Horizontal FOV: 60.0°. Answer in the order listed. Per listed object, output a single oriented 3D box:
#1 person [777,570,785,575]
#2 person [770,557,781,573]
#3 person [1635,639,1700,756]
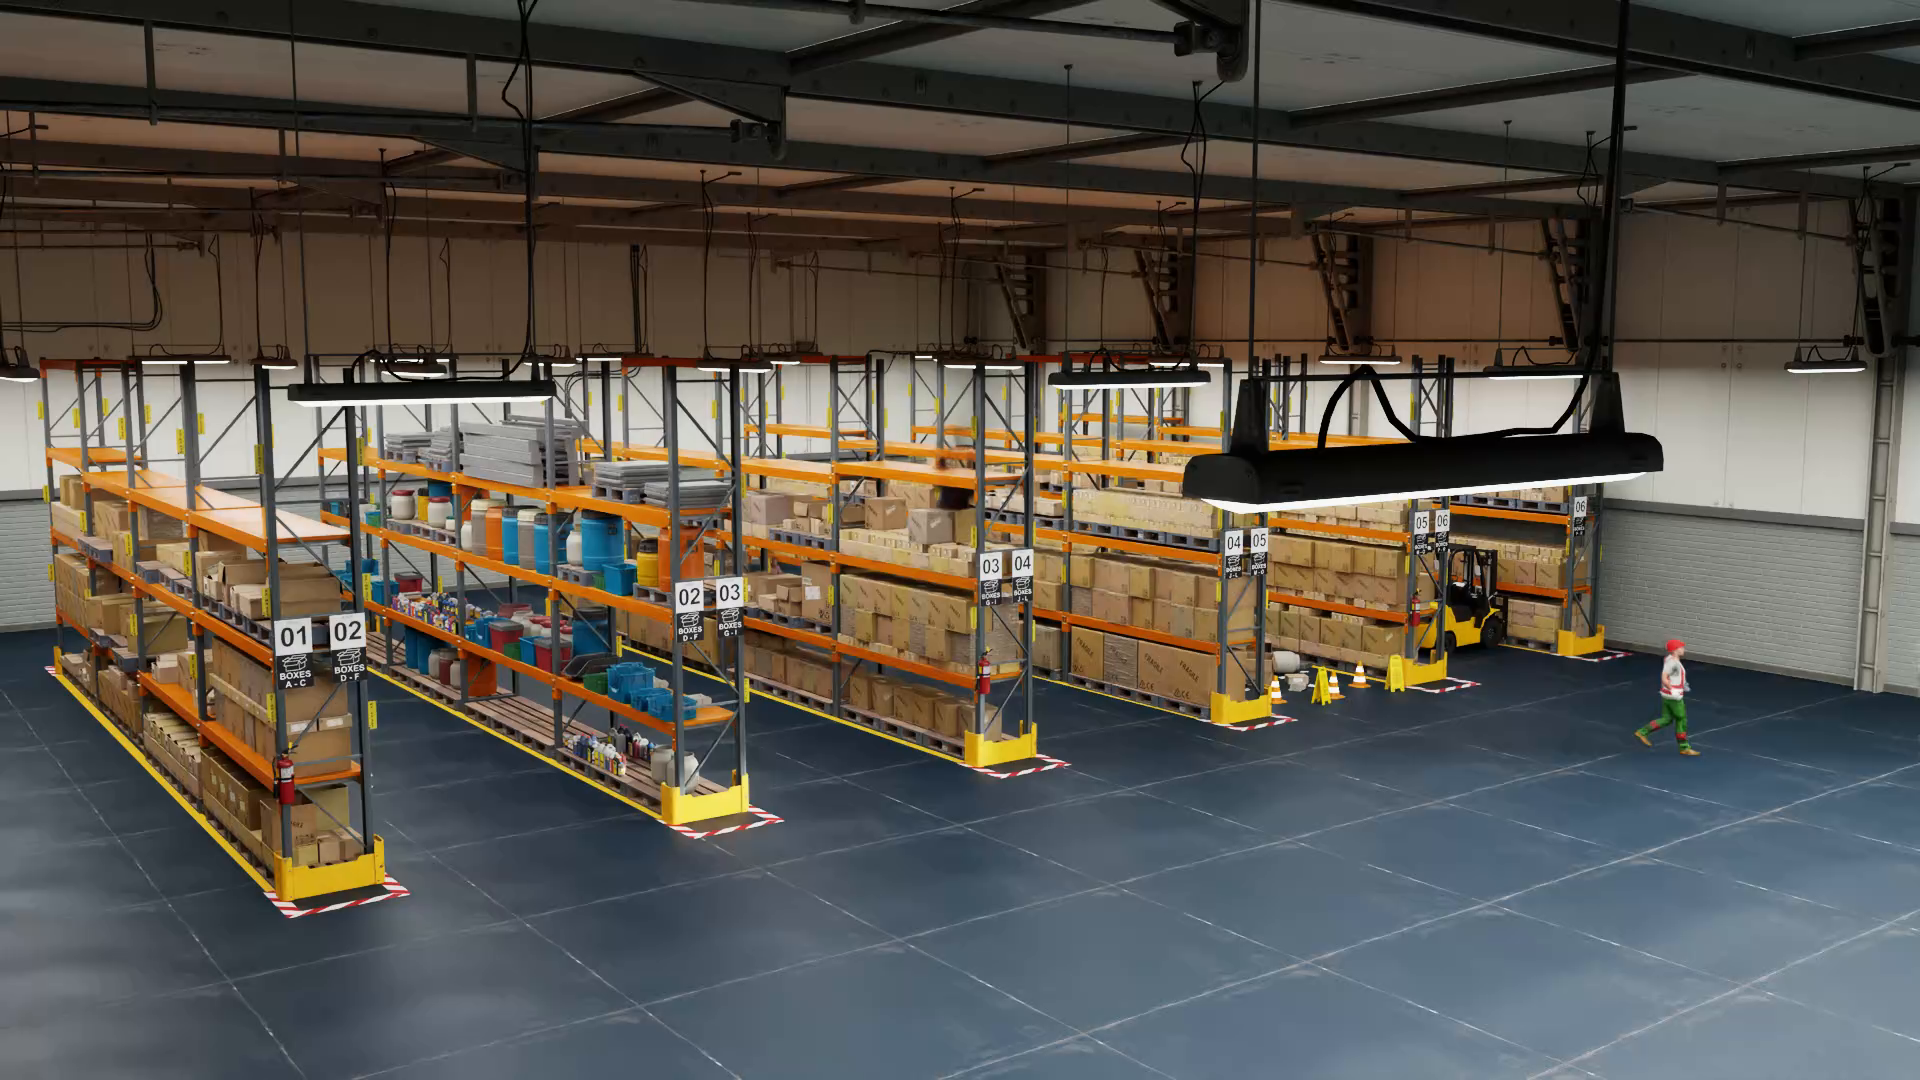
[{"bbox_3d":[-3.626,1.448,33.794,0.562,1.669,0.867,-6,9,-40],"label":"person"},{"bbox_3d":[-4.170,1.147,37.090,0.575,1.534,0.653,-6,9,-39],"label":"person"},{"bbox_3d":[10.856,2.393,25.428,0.942,1.780,0.660,2,7,15],"label":"person"}]
